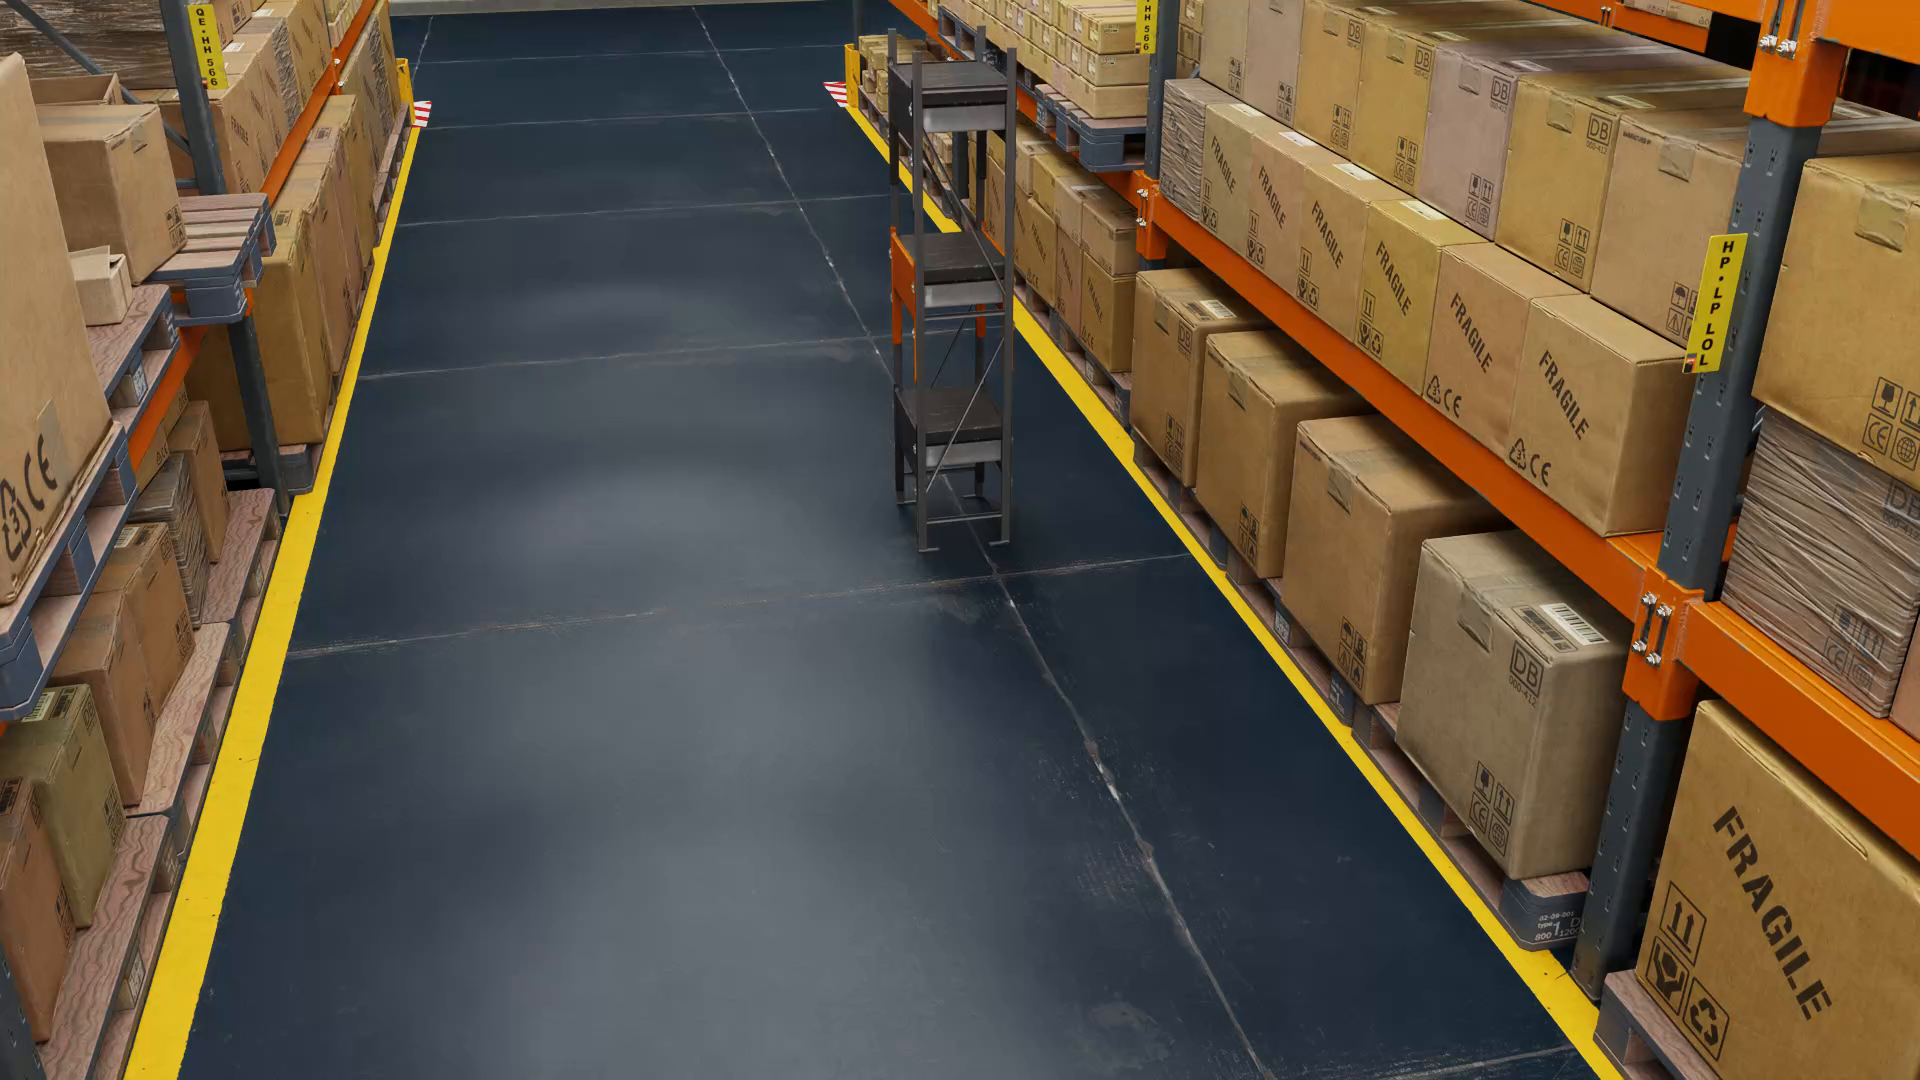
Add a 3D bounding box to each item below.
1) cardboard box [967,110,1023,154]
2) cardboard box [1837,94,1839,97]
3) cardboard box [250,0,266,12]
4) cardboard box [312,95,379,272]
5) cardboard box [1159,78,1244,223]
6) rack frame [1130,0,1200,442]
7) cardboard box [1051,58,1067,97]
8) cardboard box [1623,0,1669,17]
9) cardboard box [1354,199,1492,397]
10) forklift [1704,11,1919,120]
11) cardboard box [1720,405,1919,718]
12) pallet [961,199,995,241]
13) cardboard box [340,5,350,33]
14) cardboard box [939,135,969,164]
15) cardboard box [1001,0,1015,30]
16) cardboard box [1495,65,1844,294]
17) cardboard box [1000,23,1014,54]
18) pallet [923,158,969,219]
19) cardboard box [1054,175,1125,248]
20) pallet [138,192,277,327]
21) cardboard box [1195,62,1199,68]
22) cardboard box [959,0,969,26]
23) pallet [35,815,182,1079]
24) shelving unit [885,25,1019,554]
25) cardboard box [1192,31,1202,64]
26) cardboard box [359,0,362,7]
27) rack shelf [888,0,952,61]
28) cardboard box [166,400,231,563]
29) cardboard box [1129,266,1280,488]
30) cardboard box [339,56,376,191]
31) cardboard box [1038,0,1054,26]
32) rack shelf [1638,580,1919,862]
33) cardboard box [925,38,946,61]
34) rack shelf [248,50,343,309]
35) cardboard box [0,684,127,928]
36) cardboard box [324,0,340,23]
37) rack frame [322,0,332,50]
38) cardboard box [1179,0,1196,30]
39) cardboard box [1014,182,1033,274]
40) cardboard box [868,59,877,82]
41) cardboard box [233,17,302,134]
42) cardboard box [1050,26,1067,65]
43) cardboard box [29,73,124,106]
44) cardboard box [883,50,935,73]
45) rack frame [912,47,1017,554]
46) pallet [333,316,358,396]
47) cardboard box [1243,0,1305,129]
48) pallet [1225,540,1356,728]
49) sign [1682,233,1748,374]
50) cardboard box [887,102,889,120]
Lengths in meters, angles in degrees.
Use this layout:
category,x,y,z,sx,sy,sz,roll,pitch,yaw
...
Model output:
category,x,y,z,sx,sy,sz,roll,pitch,yaw
cardboard box,0.354,-2.681,10.708,0.500,0.250,0.500,-7,28,-14
cardboard box,5.874,-2.359,10.487,0.875,0.875,0.875,-6,27,-11
cardboard box,-4.115,-3.077,8.793,0.797,0.503,0.637,-6,27,-11
cardboard box,-4.247,-2.126,10.026,1.225,0.875,0.875,-6,27,-11
cardboard box,1.184,-1.690,7.158,0.500,0.500,0.500,-6,27,-11
rack frame,1.346,-1.870,7.625,1.000,3.000,0.127,-6,27,-12
cardboard box,0.674,-2.337,8.364,0.380,0.149,0.250,-5,27,-11
cardboard box,5.086,-3.886,11.786,0.500,0.250,0.500,-7,28,-13
cardboard box,1.642,-0.804,5.403,0.500,0.500,0.500,-6,27,-11
forklift,3.713,-1.365,6.701,1.130,2.935,3.031,-7,28,-14
cardboard box,2.342,-0.020,3.794,0.875,0.550,0.550,-6,27,-12
pallet,0.621,-2.039,11.056,1.003,0.211,1.213,-6,27,-12
cardboard box,-4.272,-3.449,11.033,0.380,0.149,0.250,-5,27,-10
cardboard box,0.064,-2.779,11.795,0.380,0.149,0.250,-5,27,-11
cardboard box,0.440,-2.928,9.204,0.380,0.149,0.250,-6,28,-13
cardboard box,2.012,-1.048,4.776,0.700,0.500,0.500,-6,27,-12
cardboard box,0.438,-2.798,9.277,0.380,0.149,0.250,-7,28,-14
pallet,0.259,-2.672,12.310,1.003,0.211,1.213,-6,27,-12
cardboard box,0.812,-1.770,8.904,0.500,0.250,0.500,-6,27,-11
pallet,-3.245,-1.023,6.160,1.213,0.211,1.003,-6,27,-12
cardboard box,1.382,-2.280,8.251,0.380,0.149,0.250,-5,27,-9
cardboard box,0.206,-3.250,10.173,0.380,0.149,0.250,-6,27,-11
pallet,-2.785,1.249,4.542,1.003,0.211,1.213,-6,27,-12
shelving unit,-0.037,-1.010,6.921,0.431,2.100,0.503,-6,27,-12
cardboard box,1.370,-2.429,8.217,0.380,0.149,0.250,-5,27,-9
cardboard box,-4.506,-3.902,11.931,0.380,0.149,0.250,-7,28,-13
rack shelf,-0.006,-4.183,13.006,1.077,0.370,4.000,-6,27,-12
cardboard box,-3.339,-0.199,6.601,0.700,0.500,0.500,-7,28,-14
cardboard box,1.396,-0.776,7.490,1.050,0.750,0.750,-6,27,-12
cardboard box,-4.481,-2.703,11.169,0.875,0.875,0.875,-6,27,-12
cardboard box,0.612,-2.722,8.466,0.380,0.149,0.250,-5,27,-10
rack shelf,2.698,1.085,2.569,1.077,0.370,4.000,-6,27,-12
cardboard box,-0.090,-4.239,14.358,0.380,0.149,0.250,-5,27,-11
rack shelf,-3.960,-1.967,8.617,1.077,0.370,4.000,-6,27,-12
cardboard box,-2.814,0.782,4.658,0.700,0.500,0.500,-6,27,-12
cardboard box,-4.261,-3.465,10.623,0.500,0.250,0.500,-6,27,-13
rack frame,-4.411,-3.166,10.195,1.000,3.000,0.127,-6,27,-12
cardboard box,1.316,-2.659,8.342,0.380,0.149,0.250,-6,27,-12
cardboard box,0.605,-1.885,9.964,0.500,0.500,0.500,-5,27,-11
cardboard box,-0.582,-4.047,14.307,0.380,0.149,0.250,-6,27,-12
cardboard box,-3.702,-2.367,8.499,0.500,0.500,0.500,-6,27,-11
cardboard box,0.667,-2.481,8.319,0.380,0.149,0.250,-5,27,-10
cardboard box,-3.348,-1.410,6.137,0.500,0.500,0.500,-9,28,-18
cardboard box,-0.422,-3.965,13.814,0.380,0.149,0.250,-7,28,-14
rack frame,0.018,-0.903,6.709,0.400,2.100,0.015,-6,27,-12
pallet,-3.885,-1.054,9.104,1.003,0.211,1.213,-6,27,-12
cardboard box,1.553,-1.941,6.546,0.700,0.500,0.500,-6,27,-12
pallet,1.722,0.263,6.494,1.003,0.211,1.213,-6,27,-12
sign,1.721,-0.536,3.786,0.100,0.325,0.005,-6,27,-12
cardboard box,-0.377,-3.475,13.504,0.380,0.149,0.250,-7,28,-14
